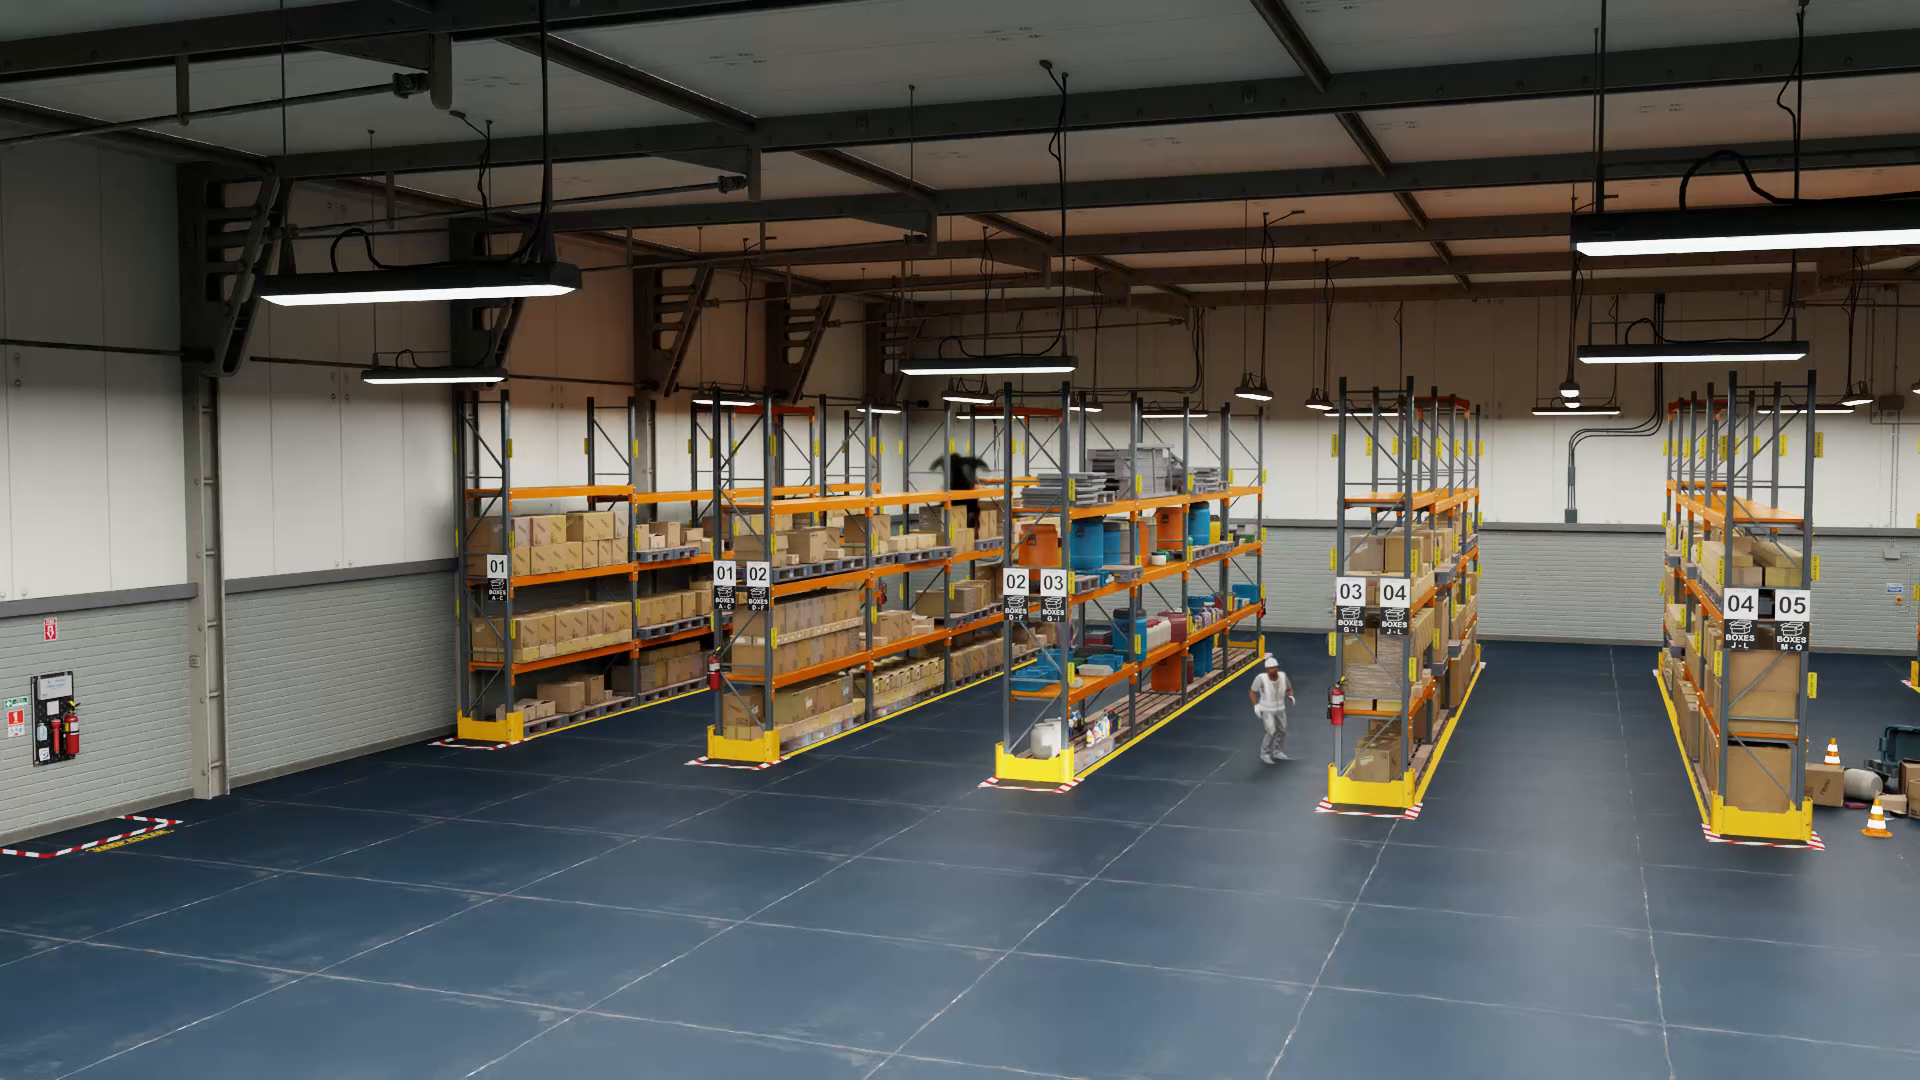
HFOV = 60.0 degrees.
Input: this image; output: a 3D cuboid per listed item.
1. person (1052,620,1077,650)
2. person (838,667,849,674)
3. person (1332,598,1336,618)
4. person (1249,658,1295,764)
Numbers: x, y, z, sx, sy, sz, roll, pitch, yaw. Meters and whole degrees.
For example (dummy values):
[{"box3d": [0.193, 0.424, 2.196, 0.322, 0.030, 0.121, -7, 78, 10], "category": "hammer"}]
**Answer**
[{"box3d": [2.266, 2.266, 35.797, 0.520, 1.559, 0.641, 1, 3, 13], "category": "person"}, {"box3d": [-2.576, 2.153, 36.300, 0.622, 1.755, 0.736, 1, 3, 20], "category": "person"}, {"box3d": [9.598, 1.911, 41.366, 0.814, 1.695, 0.637, -1, 3, -24], "category": "person"}, {"box3d": [5.004, 2.714, 26.499, 0.705, 1.717, 0.754, -1, 3, -19], "category": "person"}]
